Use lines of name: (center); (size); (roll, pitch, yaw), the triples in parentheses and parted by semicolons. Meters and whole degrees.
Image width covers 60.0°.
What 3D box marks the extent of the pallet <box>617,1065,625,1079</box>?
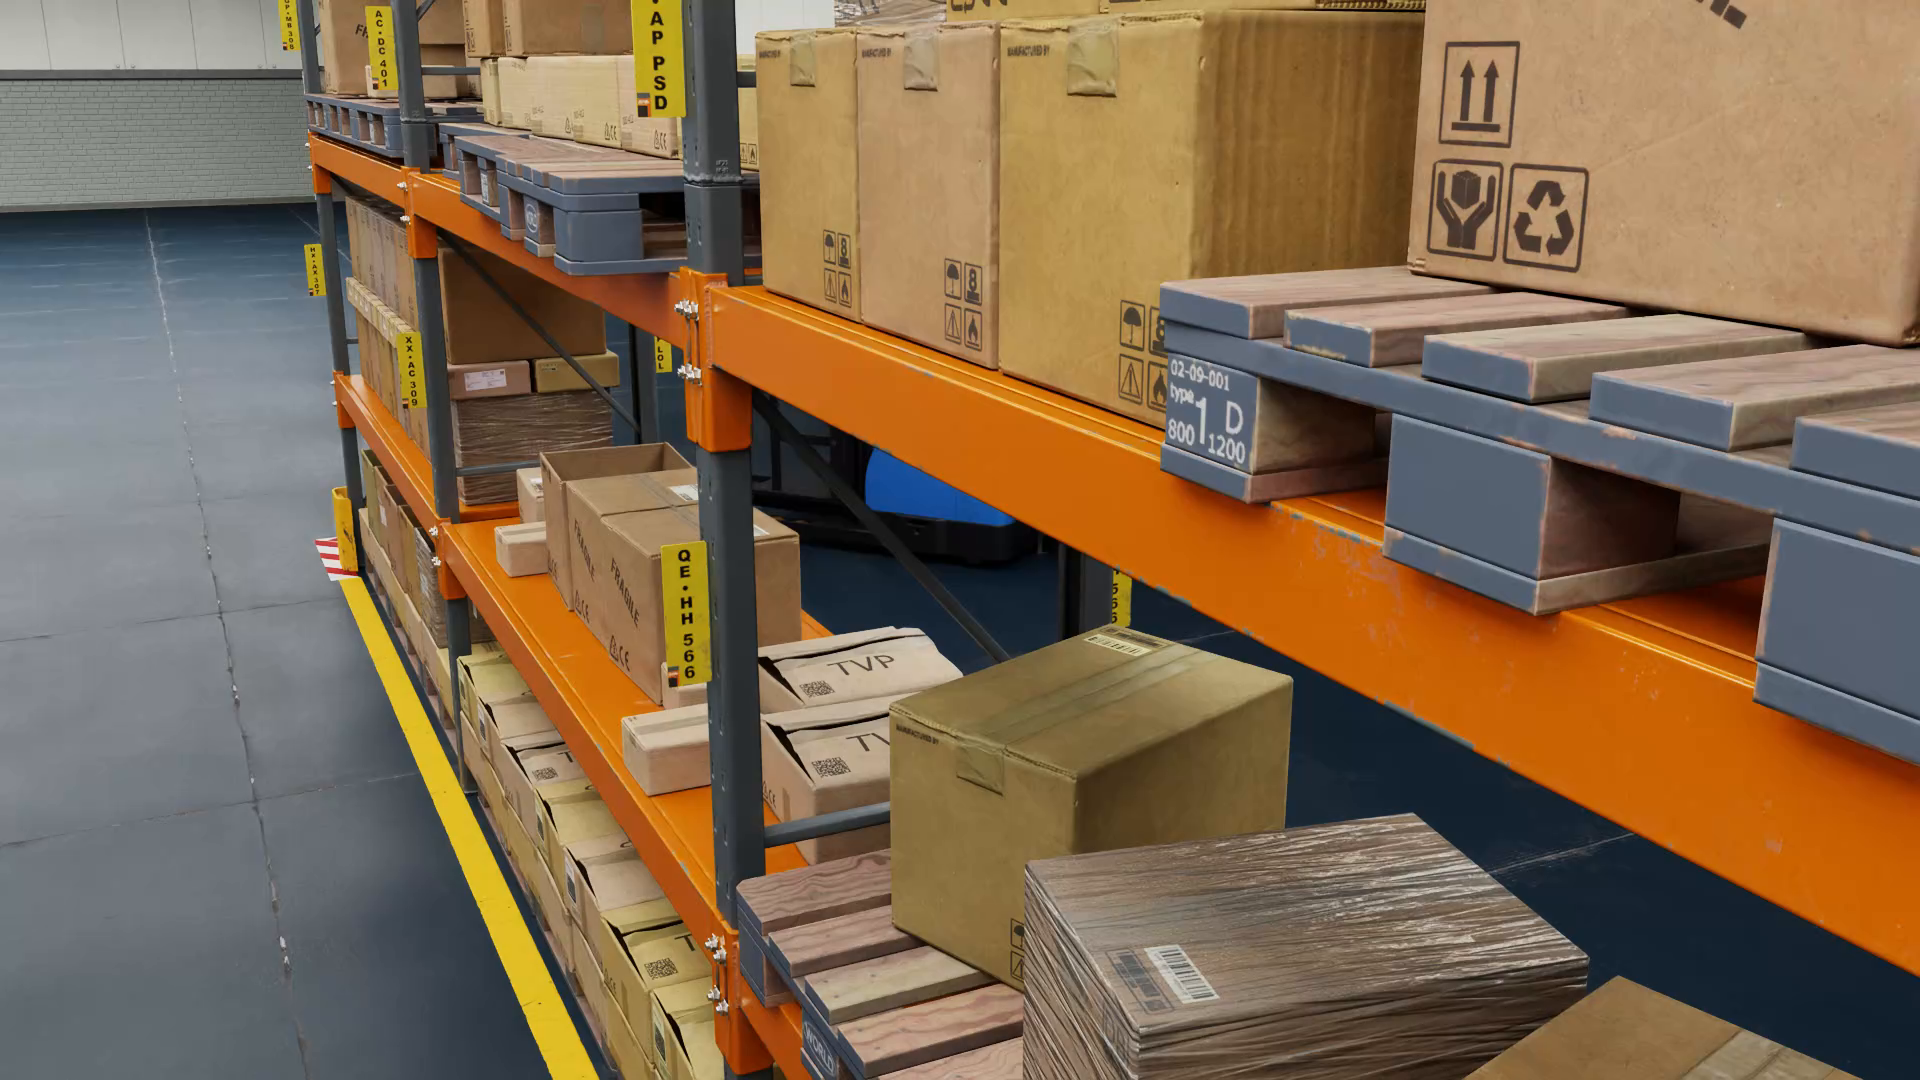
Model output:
pallet: (-0.426, 1.784, 5.151); (1.003, 0.211, 1.213); (-8, 18, -25)

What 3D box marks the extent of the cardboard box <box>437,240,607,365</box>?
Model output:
cardboard box: (-2.053, -1.120, 7.683); (0.700, 0.500, 0.500); (-8, 18, -25)

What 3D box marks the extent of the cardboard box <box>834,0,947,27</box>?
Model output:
cardboard box: (0.085, -1.209, 3.093); (0.500, 0.500, 0.500); (-8, 18, -25)

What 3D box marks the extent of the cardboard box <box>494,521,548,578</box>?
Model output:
cardboard box: (-1.648, 0.026, 6.677); (0.380, 0.149, 0.250); (-8, 18, -25)

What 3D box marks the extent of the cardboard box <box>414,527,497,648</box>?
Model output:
cardboard box: (-2.461, 0.206, 8.458); (0.500, 0.500, 0.500); (-8, 18, -25)

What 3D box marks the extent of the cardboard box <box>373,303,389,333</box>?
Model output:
cardboard box: (-3.061, -1.248, 9.306); (0.380, 0.149, 0.250); (-8, 18, -26)

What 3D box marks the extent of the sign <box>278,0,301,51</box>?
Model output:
sign: (-4.107, -3.165, 10.177); (0.100, 0.325, 0.005); (-8, 18, -25)

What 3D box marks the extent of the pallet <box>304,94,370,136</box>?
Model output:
pallet: (-3.319, -2.552, 9.927); (1.003, 0.211, 1.213); (-8, 18, -25)

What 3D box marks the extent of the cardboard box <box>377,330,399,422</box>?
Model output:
cardboard box: (-2.966, -1.008, 9.645); (0.700, 0.500, 0.500); (-8, 18, -25)

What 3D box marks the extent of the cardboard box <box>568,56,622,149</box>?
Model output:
cardboard box: (-0.836, -1.296, 4.900); (0.500, 0.250, 0.500); (-8, 18, -26)

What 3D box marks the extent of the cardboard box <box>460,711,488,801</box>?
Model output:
cardboard box: (-1.899, 0.911, 7.363); (0.500, 0.250, 0.500); (-8, 18, -26)

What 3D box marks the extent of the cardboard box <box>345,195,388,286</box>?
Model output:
cardboard box: (-3.389, -1.872, 10.304); (0.700, 0.500, 0.500); (-8, 18, -25)

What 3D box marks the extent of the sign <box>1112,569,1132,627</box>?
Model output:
sign: (0.383, 0.066, 4.126); (0.100, 0.325, 0.005); (-8, 18, -25)

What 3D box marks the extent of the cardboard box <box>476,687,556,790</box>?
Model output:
cardboard box: (-1.681, 0.768, 6.842); (0.500, 0.311, 0.500); (-8, 18, -26)

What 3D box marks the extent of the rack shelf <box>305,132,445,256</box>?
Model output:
rack shelf: (-2.729, -1.931, 8.908); (1.077, 0.370, 4.000); (-8, 18, -25)

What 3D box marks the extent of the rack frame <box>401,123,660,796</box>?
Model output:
rack frame: (-1.853, -0.339, 7.495); (1.000, 3.000, 0.127); (-8, 18, -25)

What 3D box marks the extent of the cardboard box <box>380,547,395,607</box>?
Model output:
cardboard box: (-3.129, 0.196, 9.852); (0.500, 0.250, 0.500); (-8, 18, -25)

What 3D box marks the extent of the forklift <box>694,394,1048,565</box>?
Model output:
forklift: (-0.828, -1.504, 11.677); (3.031, 2.935, 1.130); (8, 18, 25)

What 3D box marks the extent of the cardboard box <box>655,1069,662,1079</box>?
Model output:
cardboard box: (-0.550, 1.671, 4.712); (0.500, 0.250, 0.500); (-7, 18, -24)

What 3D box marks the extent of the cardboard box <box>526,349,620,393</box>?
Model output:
cardboard box: (-1.797, -0.789, 7.705); (0.380, 0.149, 0.250); (-8, 18, -25)

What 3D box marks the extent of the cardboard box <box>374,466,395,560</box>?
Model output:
cardboard box: (-3.119, -0.166, 9.754); (0.500, 0.500, 0.500); (-8, 18, -25)

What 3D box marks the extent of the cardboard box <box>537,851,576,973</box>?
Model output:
cardboard box: (-1.225, 1.292, 6.034); (0.500, 0.250, 0.500); (-7, 18, -24)

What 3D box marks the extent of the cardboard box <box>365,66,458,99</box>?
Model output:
cardboard box: (-2.627, -2.195, 7.965); (0.380, 0.149, 0.250); (-8, 18, -25)

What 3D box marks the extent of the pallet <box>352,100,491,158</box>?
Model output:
pallet: (-2.250, -1.947, 7.819); (1.003, 0.211, 1.213); (-8, 18, -25)

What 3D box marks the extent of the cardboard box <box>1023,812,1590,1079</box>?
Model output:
cardboard box: (0.506, 0.795, 2.599); (0.700, 0.500, 0.500); (-4, 17, -14)

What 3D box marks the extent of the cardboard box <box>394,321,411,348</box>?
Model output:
cardboard box: (-2.720, -1.056, 8.634); (0.380, 0.149, 0.250); (-7, 17, -23)

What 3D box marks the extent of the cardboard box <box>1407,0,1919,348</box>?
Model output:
cardboard box: (0.911, -0.559, 1.700); (0.600, 0.600, 0.600); (-8, 18, -27)

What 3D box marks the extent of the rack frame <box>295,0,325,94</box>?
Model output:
rack frame: (-3.605, -4.215, 10.123); (1.000, 3.000, 0.127); (-8, 18, -25)

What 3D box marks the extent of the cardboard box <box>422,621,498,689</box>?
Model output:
cardboard box: (-2.463, 0.567, 8.561); (0.500, 0.250, 0.500); (-8, 18, -25)

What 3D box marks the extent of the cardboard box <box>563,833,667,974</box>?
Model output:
cardboard box: (-1.004, 1.149, 5.515); (0.500, 0.311, 0.500); (-8, 18, -25)

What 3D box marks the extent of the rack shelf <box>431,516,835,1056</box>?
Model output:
rack shelf: (-0.977, 0.503, 5.866); (1.077, 0.370, 4.000); (-8, 18, -25)

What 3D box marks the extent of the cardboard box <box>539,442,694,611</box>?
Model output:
cardboard box: (-1.300, -0.064, 6.355); (0.500, 0.500, 0.500); (-6, 17, -21)

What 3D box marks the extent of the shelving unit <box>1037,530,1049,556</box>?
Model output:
shelving unit: (0.836, -0.882, 11.016); (0.431, 2.100, 0.503); (-11, 19, -34)

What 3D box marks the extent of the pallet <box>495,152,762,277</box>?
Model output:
pallet: (-0.478, -0.856, 4.199); (1.213, 0.211, 1.003); (-7, 17, -22)

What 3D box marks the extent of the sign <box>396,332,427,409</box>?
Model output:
sign: (-2.351, -0.726, 7.129); (0.100, 0.325, 0.005); (-8, 18, -25)

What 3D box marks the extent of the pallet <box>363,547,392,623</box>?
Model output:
pallet: (-3.233, 0.194, 10.692); (1.003, 0.211, 1.213); (-8, 18, -25)

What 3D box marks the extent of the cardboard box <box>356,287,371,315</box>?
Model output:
cardboard box: (-3.401, -1.440, 9.975); (0.380, 0.149, 0.250); (-8, 18, -25)

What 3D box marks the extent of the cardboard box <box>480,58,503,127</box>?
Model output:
cardboard box: (-1.592, -1.757, 6.507); (0.500, 0.250, 0.500); (-6, 17, -19)

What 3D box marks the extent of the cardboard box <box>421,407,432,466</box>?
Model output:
cardboard box: (-2.290, -0.626, 8.314); (0.700, 0.500, 0.500); (-8, 18, -25)

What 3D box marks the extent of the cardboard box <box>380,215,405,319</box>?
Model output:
cardboard box: (-2.713, -1.493, 8.983); (0.700, 0.500, 0.500); (-8, 18, -25)

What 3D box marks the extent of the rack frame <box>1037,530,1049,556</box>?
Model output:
rack frame: (0.695, -0.936, 11.207); (0.400, 2.100, 0.015); (-11, 19, -34)

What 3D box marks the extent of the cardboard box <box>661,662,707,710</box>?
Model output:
cardboard box: (-0.710, 0.464, 5.151); (0.380, 0.149, 0.250); (-6, 17, -21)

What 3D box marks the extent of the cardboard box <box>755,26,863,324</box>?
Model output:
cardboard box: (0.121, -0.733, 3.248); (0.910, 0.500, 0.500); (-8, 18, -25)
